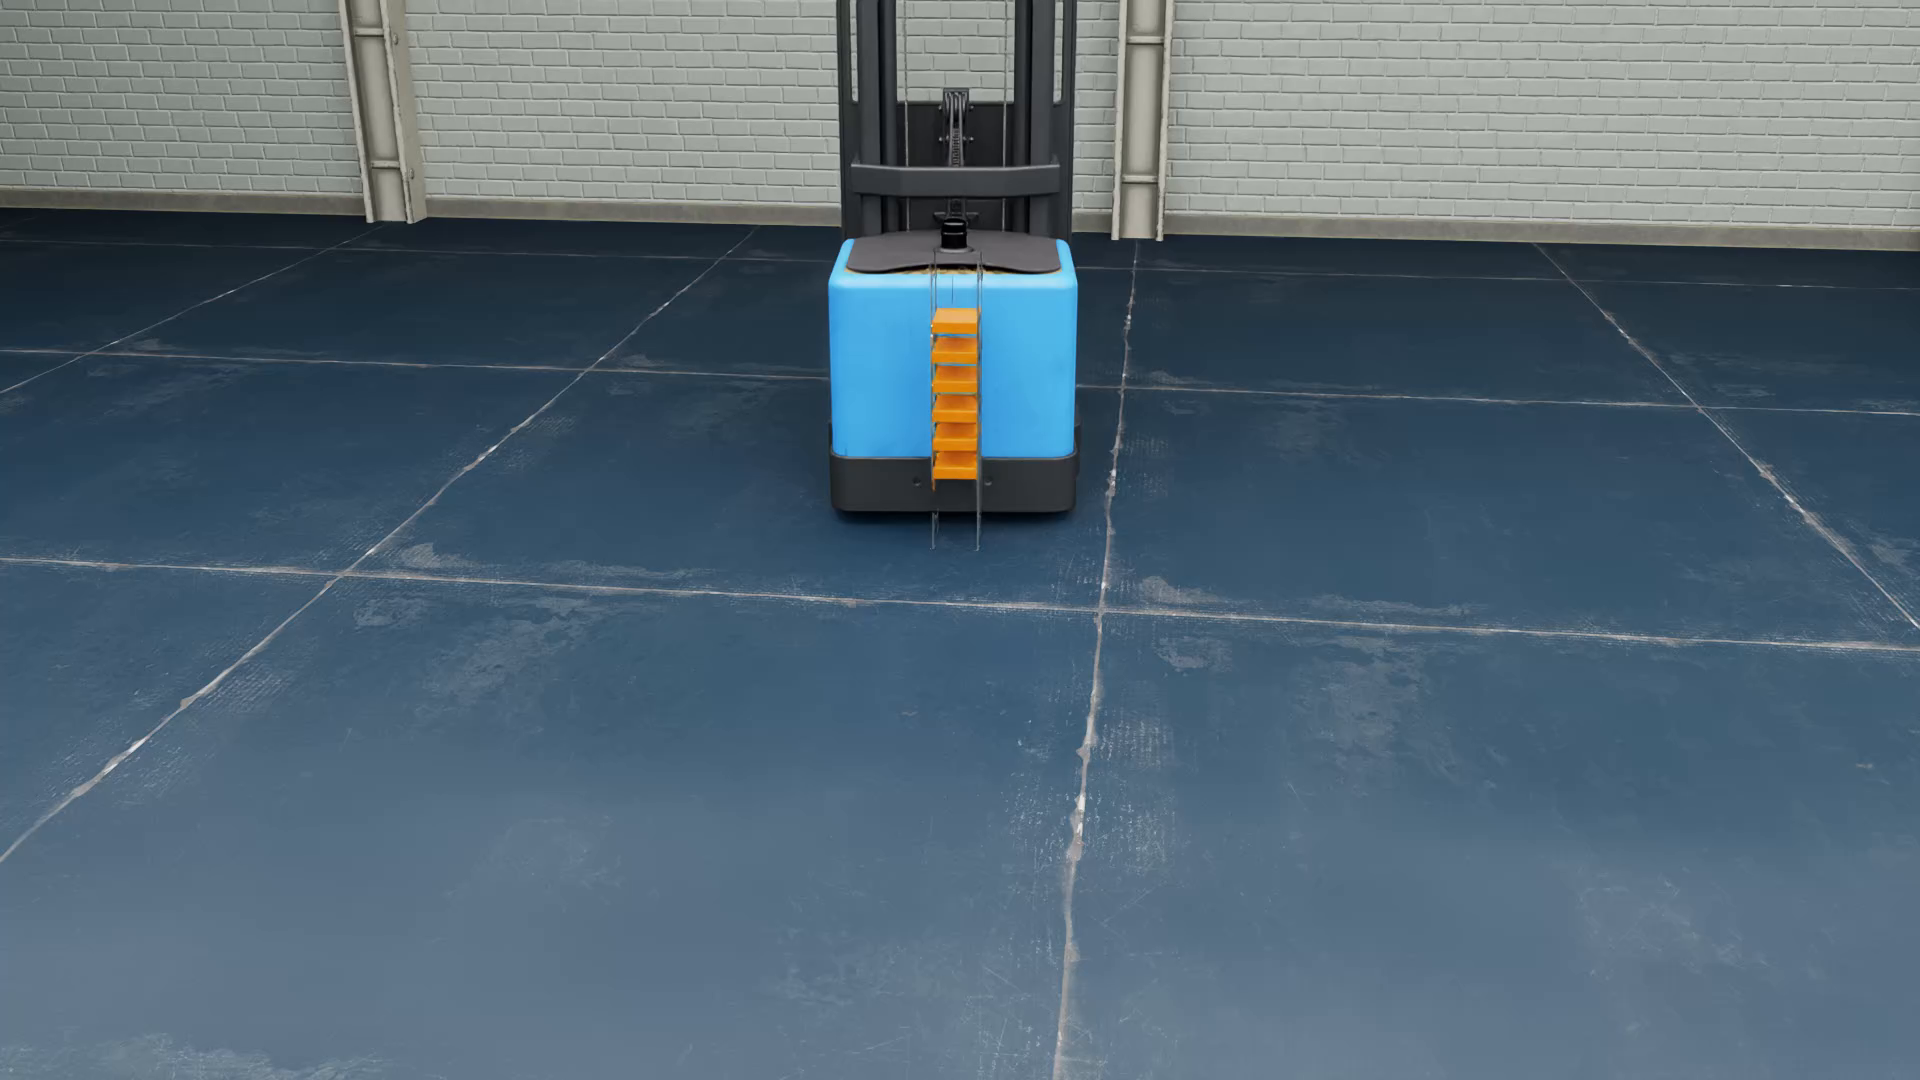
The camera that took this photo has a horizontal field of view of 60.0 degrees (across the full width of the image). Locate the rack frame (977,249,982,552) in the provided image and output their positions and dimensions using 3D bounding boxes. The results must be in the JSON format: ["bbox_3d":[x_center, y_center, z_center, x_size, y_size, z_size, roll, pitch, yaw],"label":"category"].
[{"bbox_3d":[0.078,-0.553,6.705,0.006,1.200,0.240,1,22,3],"label":"rack frame"}]

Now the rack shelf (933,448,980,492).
[{"bbox_3d":[-0.013,-0.290,6.815,0.180,0.103,0.258,1,22,3],"label":"rack shelf"}]

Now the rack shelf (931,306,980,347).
[{"bbox_3d":[-0.014,-0.848,6.594,0.180,0.103,0.258,1,22,3],"label":"rack shelf"}]

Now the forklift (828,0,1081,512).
[{"bbox_3d":[-0.013,-1.972,7.941,1.130,2.935,3.031,0,22,1],"label":"forklift"}]

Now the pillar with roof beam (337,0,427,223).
[{"bbox_3d":[-5.089,-5.227,7.922,0.400,9.000,9.100,2,22,6],"label":"pillar with roof beam"}]

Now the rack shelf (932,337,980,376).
[{"bbox_3d":[-0.013,-0.736,6.638,0.180,0.103,0.258,1,22,3],"label":"rack shelf"}]

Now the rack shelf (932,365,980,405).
[{"bbox_3d":[-0.013,-0.625,6.682,0.180,0.103,0.258,1,22,3],"label":"rack shelf"}]

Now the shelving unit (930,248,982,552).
[{"bbox_3d":[-0.013,-0.555,6.710,0.189,1.200,0.258,1,22,3],"label":"shelving unit"}]

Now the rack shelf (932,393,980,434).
[{"bbox_3d":[-0.013,-0.513,6.726,0.180,0.103,0.258,1,22,3],"label":"rack shelf"}]

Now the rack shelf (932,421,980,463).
[{"bbox_3d":[-0.013,-0.402,6.770,0.180,0.103,0.258,1,22,3],"label":"rack shelf"}]

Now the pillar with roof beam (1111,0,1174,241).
[{"bbox_3d":[0.870,-4.968,7.266,0.400,9.000,9.100,2,22,6],"label":"pillar with roof beam"}]

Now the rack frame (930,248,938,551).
[{"bbox_3d":[-0.104,-0.556,6.715,0.006,1.200,0.240,1,22,3],"label":"rack frame"}]
